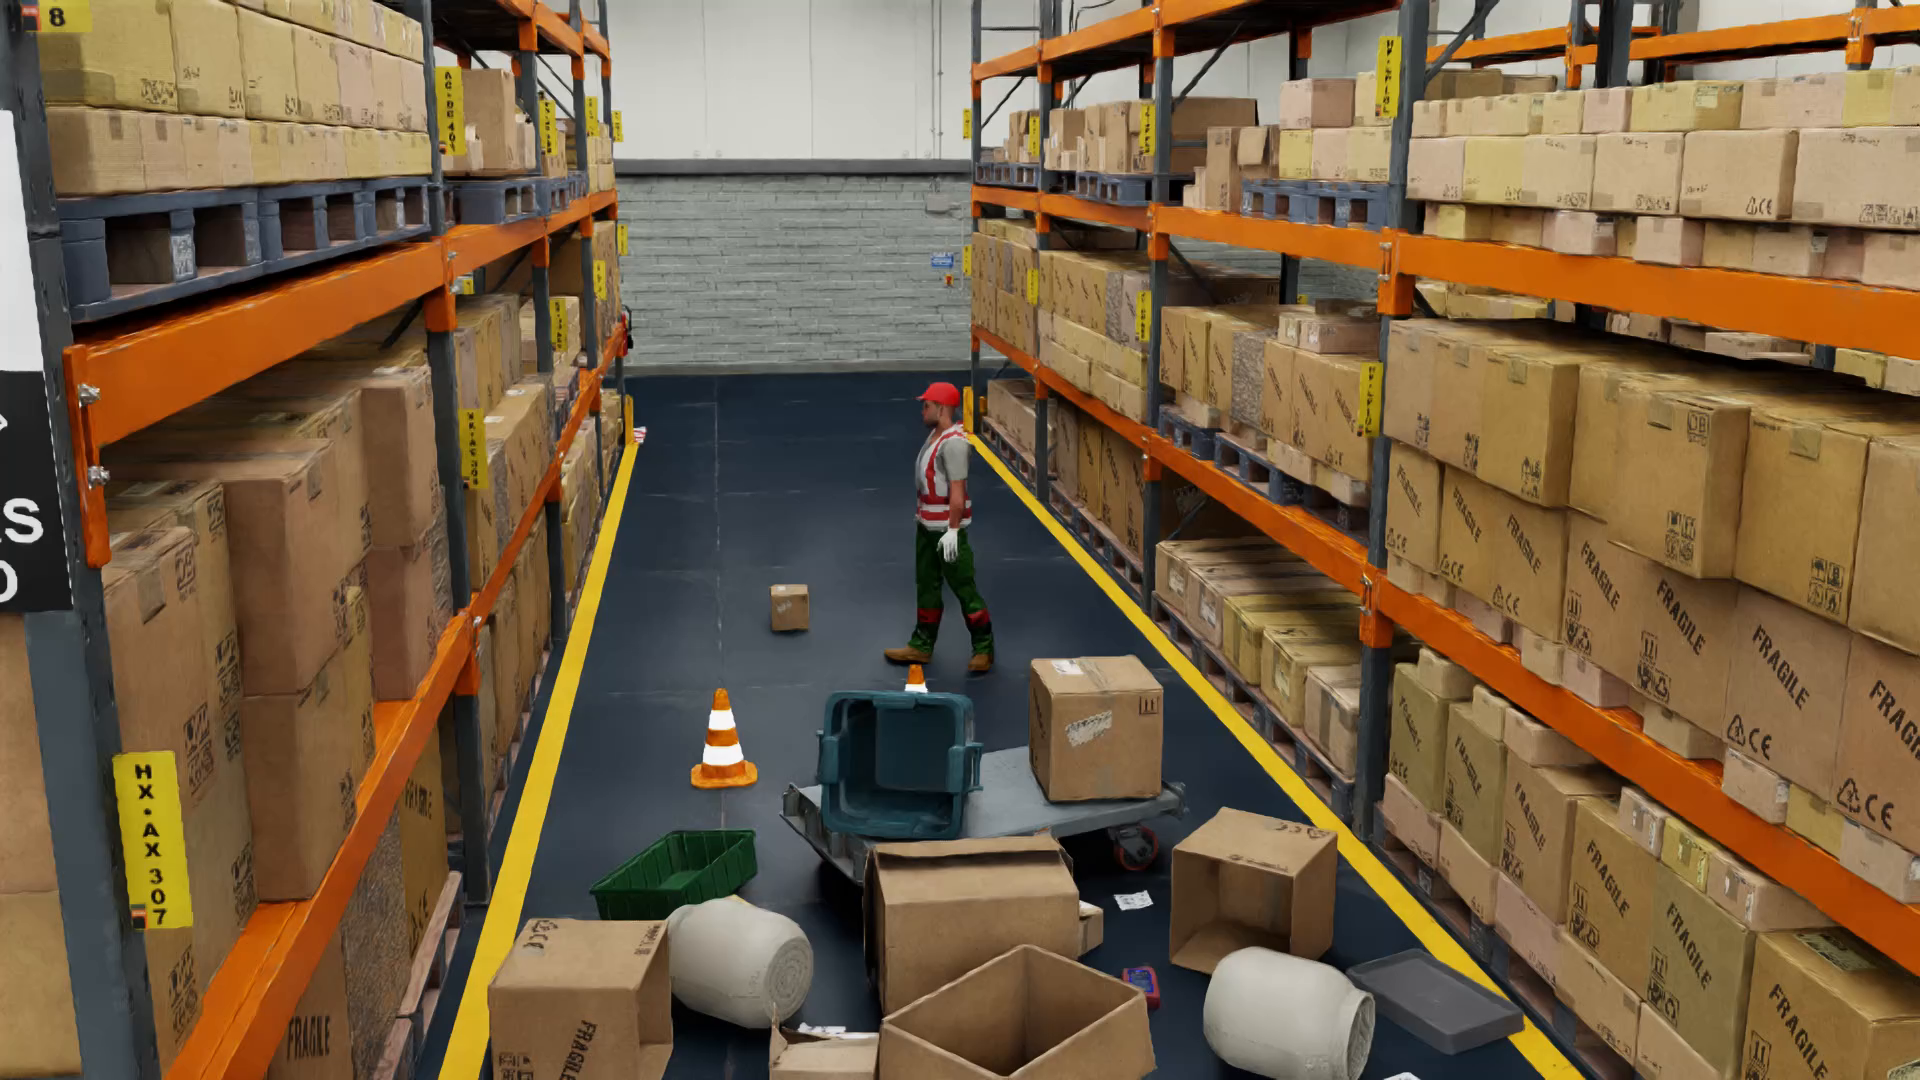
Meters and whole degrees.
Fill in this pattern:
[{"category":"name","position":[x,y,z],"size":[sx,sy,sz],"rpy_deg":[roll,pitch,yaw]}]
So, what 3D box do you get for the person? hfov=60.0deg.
[{"category":"person","position":[-0.145,0.021,10.357],"size":[0.634,1.551,0.753],"rpy_deg":[-4,14,-18]}]
